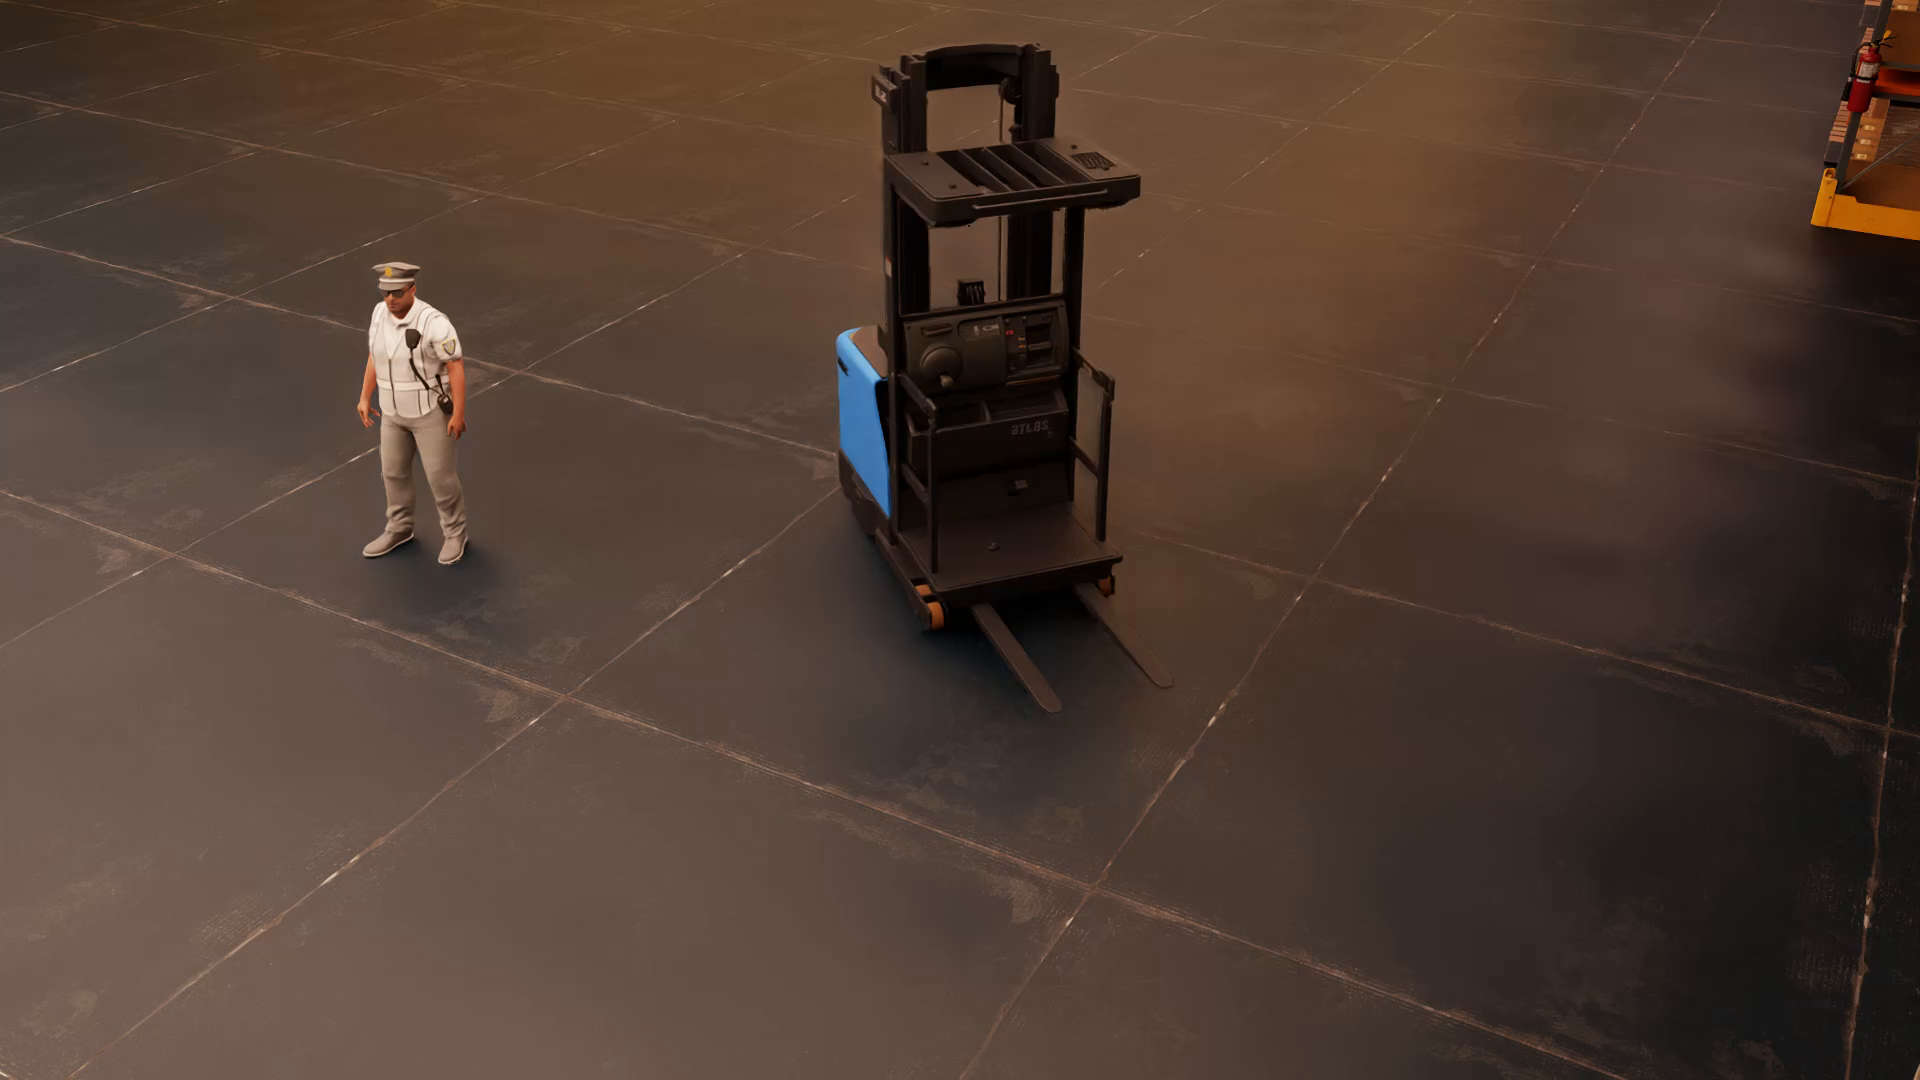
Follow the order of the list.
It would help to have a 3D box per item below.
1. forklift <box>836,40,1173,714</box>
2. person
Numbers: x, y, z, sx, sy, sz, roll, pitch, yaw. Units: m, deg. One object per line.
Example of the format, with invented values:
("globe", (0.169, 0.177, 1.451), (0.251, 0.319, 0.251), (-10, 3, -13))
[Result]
("forklift", (0.226, -1.000, 8.804), (1.130, 2.935, 3.031), (-11, 32, -18))
("person", (-3.153, -0.726, 9.493), (0.673, 1.786, 0.515), (10, 32, 17))
